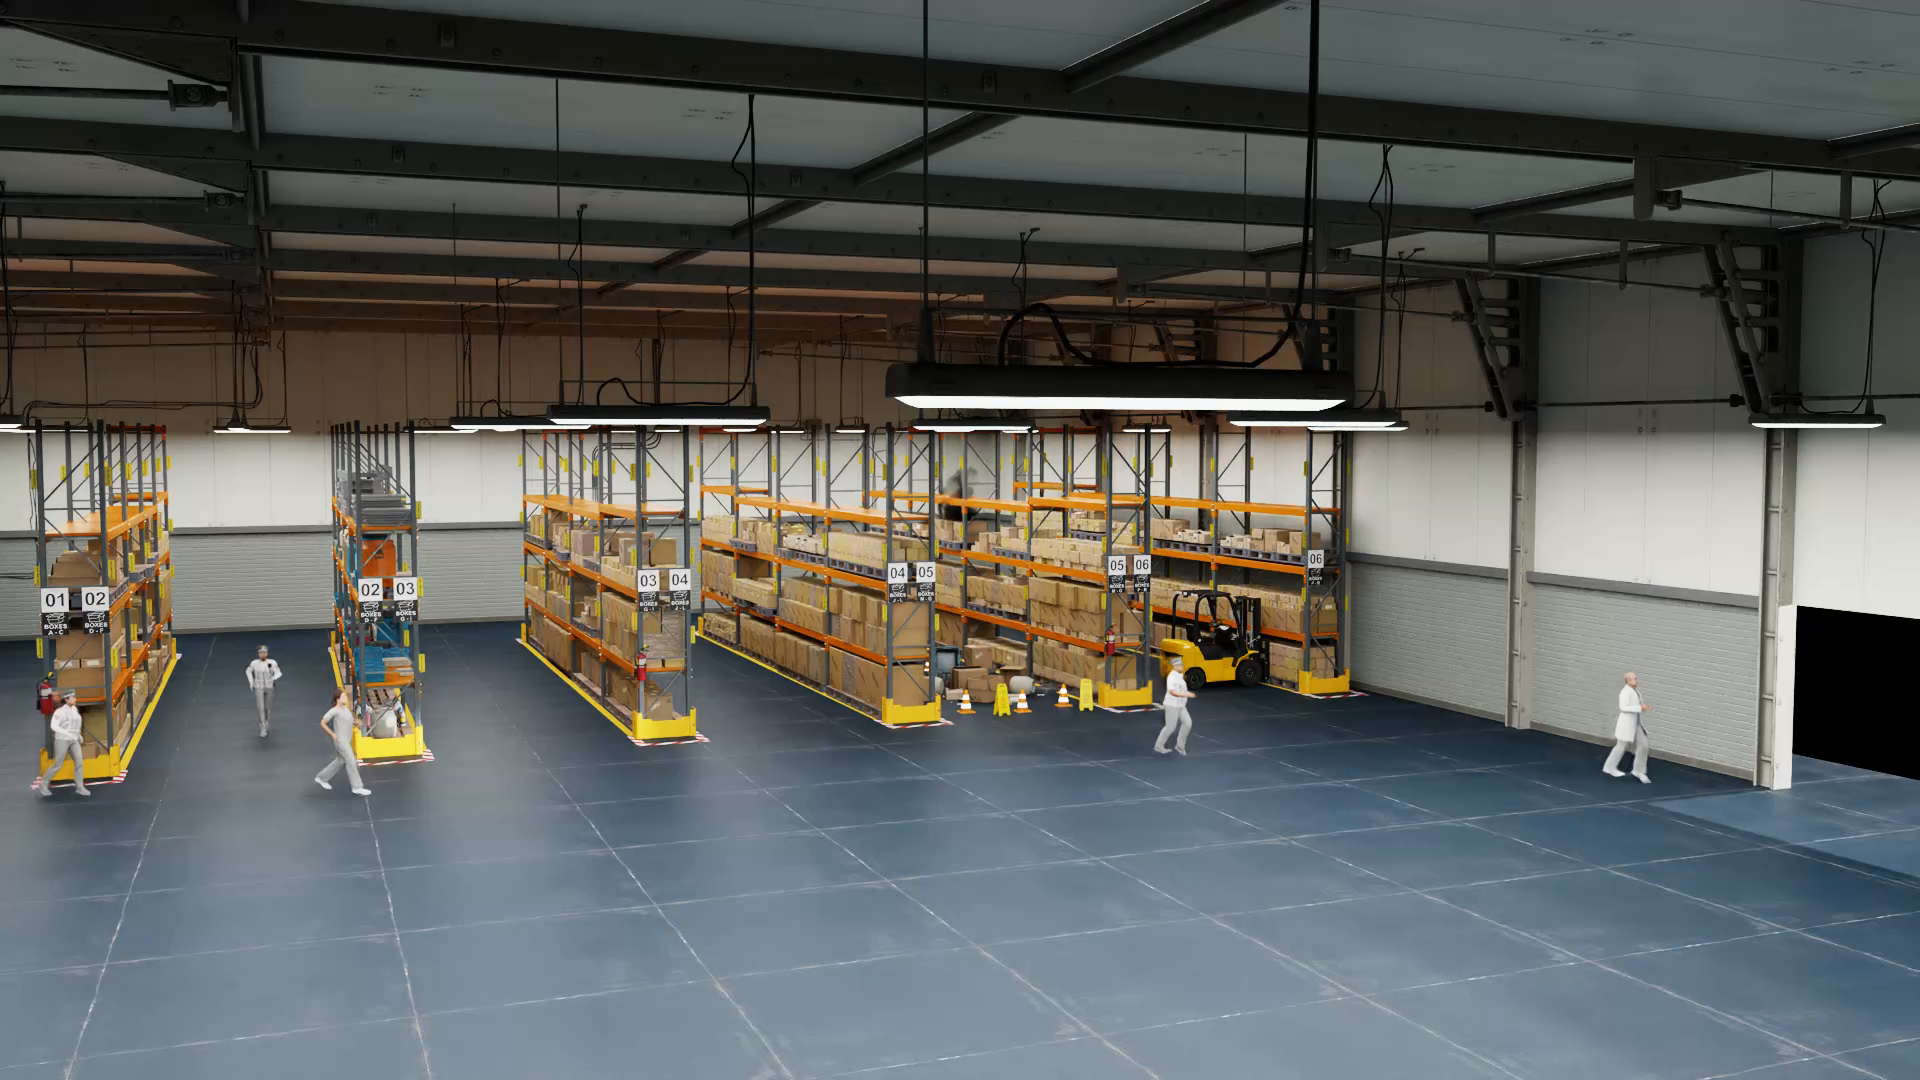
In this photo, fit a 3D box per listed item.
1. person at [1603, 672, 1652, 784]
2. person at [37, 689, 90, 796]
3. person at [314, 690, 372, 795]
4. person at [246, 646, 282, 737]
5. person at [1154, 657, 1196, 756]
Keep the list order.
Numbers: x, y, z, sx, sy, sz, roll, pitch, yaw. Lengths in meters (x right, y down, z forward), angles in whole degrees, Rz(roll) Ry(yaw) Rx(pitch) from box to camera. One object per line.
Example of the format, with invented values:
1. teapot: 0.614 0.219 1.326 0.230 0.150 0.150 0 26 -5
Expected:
1. person: 11.102 3.106 27.592 0.699 1.835 0.811 -3 5 -43
2. person: -14.167 3.208 26.474 0.874 1.667 0.666 1 4 14
3. person: -9.837 3.207 26.453 0.964 1.659 0.563 0 4 3
4. person: -13.384 2.871 32.010 0.610 1.716 0.854 -2 4 -29
5. person: 3.865 3.008 29.726 0.765 1.863 0.685 2 4 25
